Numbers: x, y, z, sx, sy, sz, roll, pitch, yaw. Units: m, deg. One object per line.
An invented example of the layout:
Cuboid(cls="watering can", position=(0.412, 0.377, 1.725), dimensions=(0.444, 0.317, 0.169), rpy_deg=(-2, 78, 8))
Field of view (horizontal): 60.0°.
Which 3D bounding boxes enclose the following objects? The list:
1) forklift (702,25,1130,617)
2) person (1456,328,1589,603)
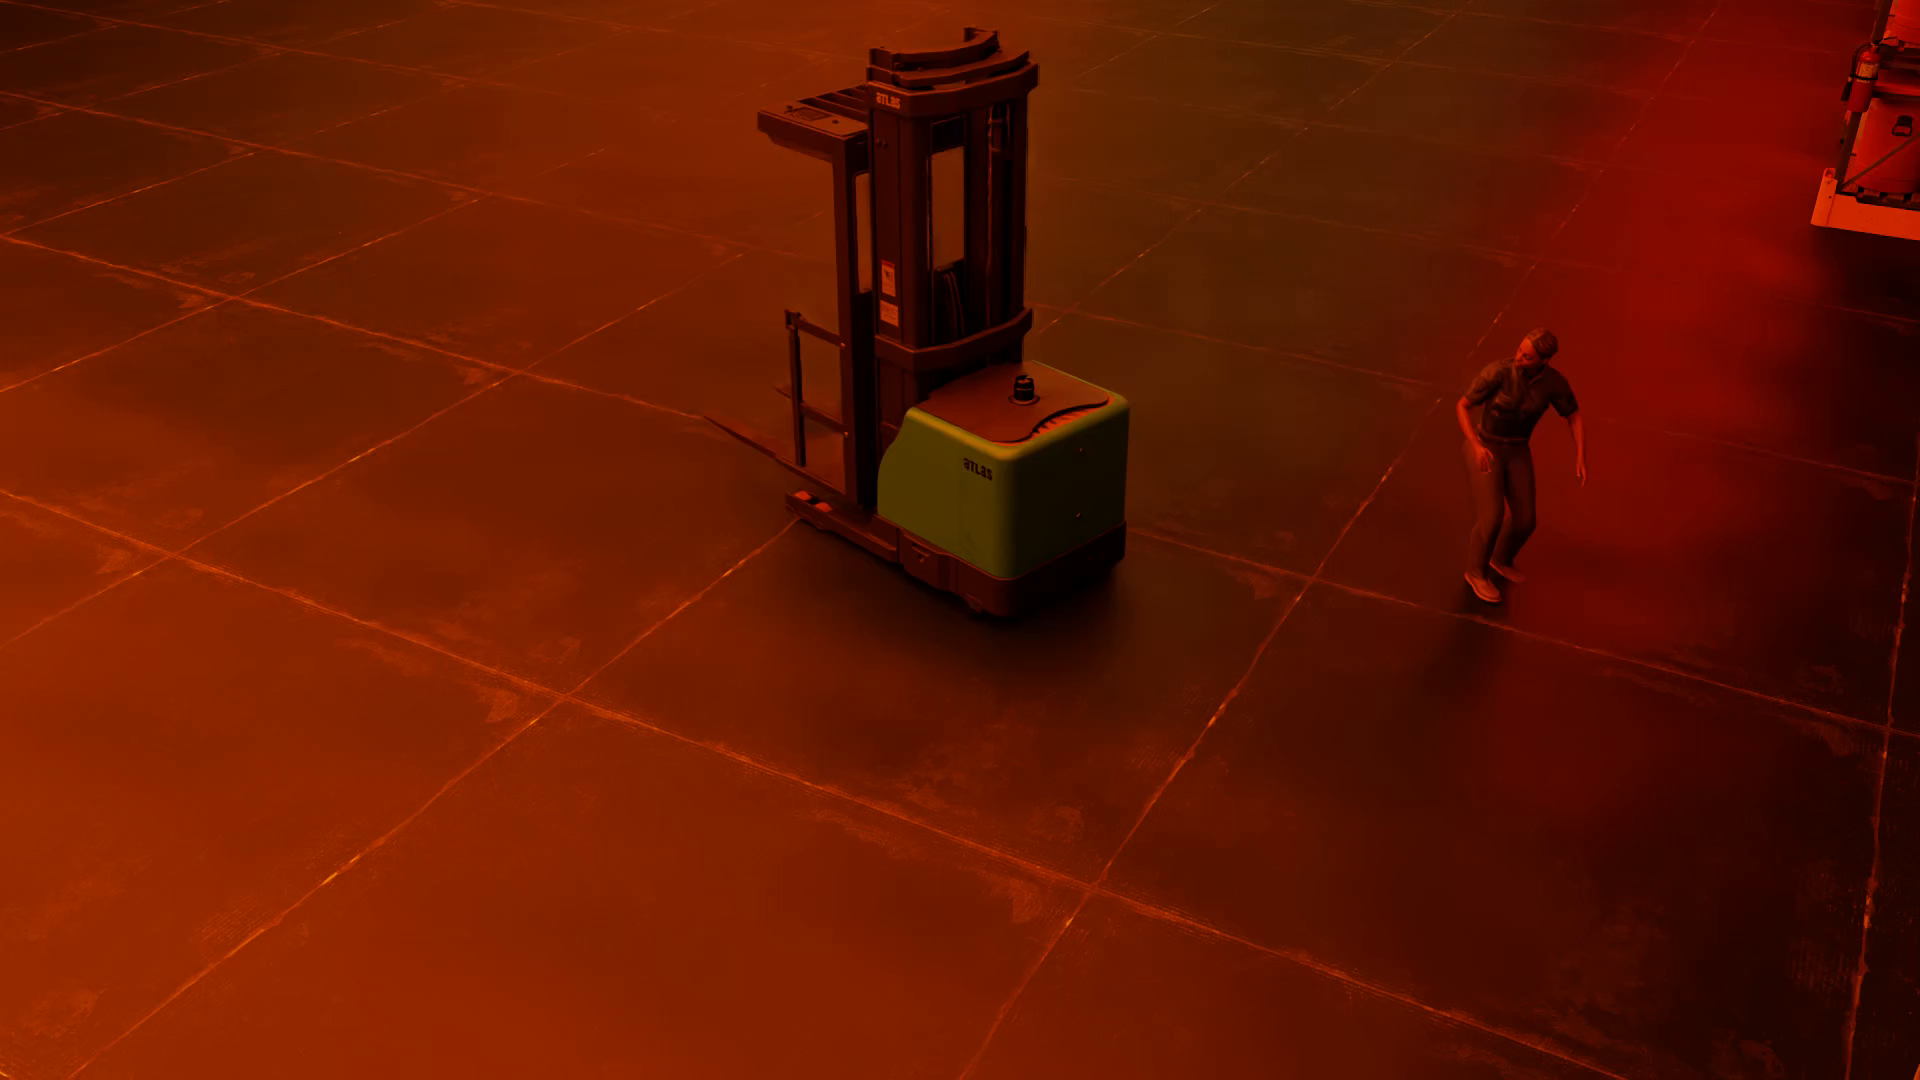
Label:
Cuboid(cls="forklift", position=(-0.424, -1.489, 9.651), dimensions=(1.130, 2.935, 3.031), rpy_deg=(-26, 39, -37))
Cuboid(cls="person", position=(3.068, -0.415, 9.166), dimensions=(0.691, 1.611, 0.554), rpy_deg=(-4, 30, -8))
